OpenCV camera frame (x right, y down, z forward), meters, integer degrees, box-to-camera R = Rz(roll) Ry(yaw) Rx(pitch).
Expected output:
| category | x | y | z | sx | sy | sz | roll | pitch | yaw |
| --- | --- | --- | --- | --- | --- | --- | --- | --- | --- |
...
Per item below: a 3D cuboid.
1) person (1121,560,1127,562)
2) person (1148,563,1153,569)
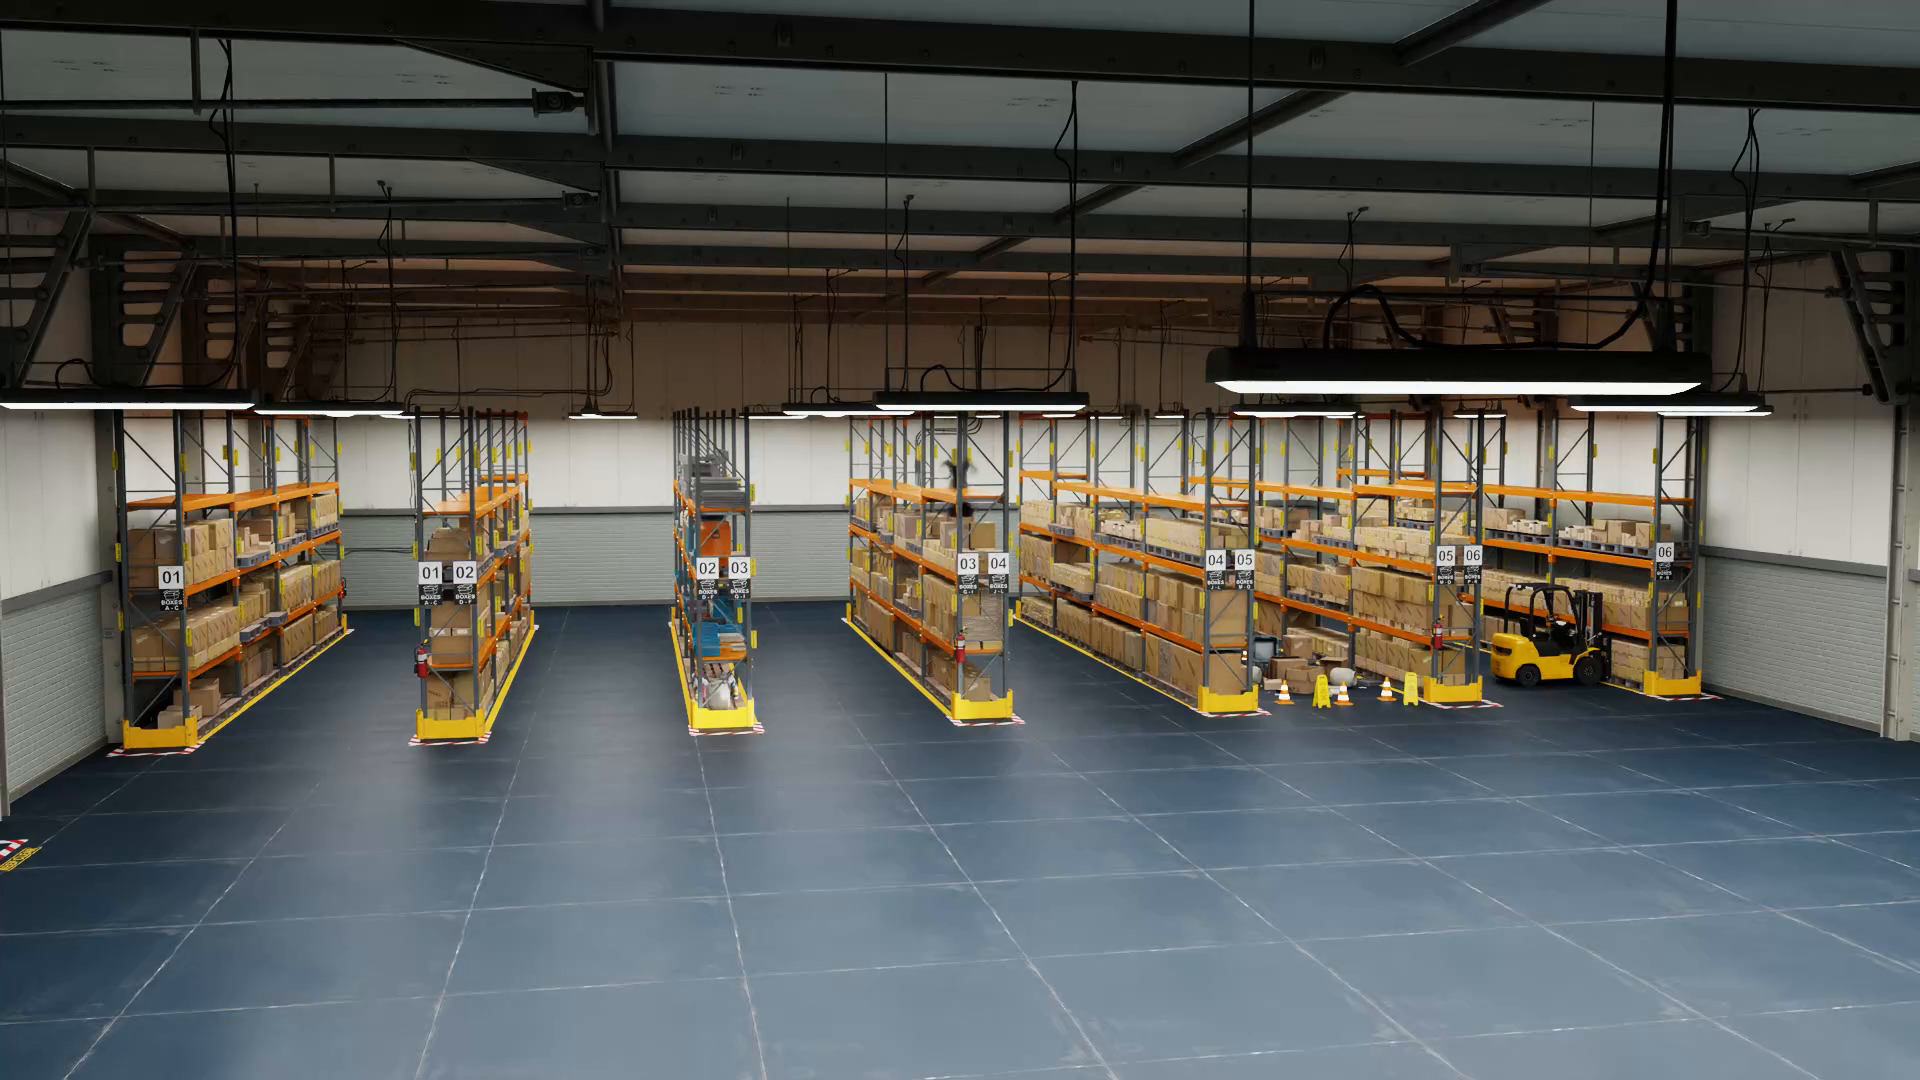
| category | x | y | z | sx | sy | sz | roll | pitch | yaw |
| --- | --- | --- | --- | --- | --- | --- | --- | --- | --- |
| person | 4.911 | 1.436 | 48.410 | 0.774 | 1.721 | 0.660 | 3 | 5 | 32 |
| person | 5.850 | 1.234 | 51.393 | 0.823 | 1.723 | 0.558 | -2 | 4 | -23 |
